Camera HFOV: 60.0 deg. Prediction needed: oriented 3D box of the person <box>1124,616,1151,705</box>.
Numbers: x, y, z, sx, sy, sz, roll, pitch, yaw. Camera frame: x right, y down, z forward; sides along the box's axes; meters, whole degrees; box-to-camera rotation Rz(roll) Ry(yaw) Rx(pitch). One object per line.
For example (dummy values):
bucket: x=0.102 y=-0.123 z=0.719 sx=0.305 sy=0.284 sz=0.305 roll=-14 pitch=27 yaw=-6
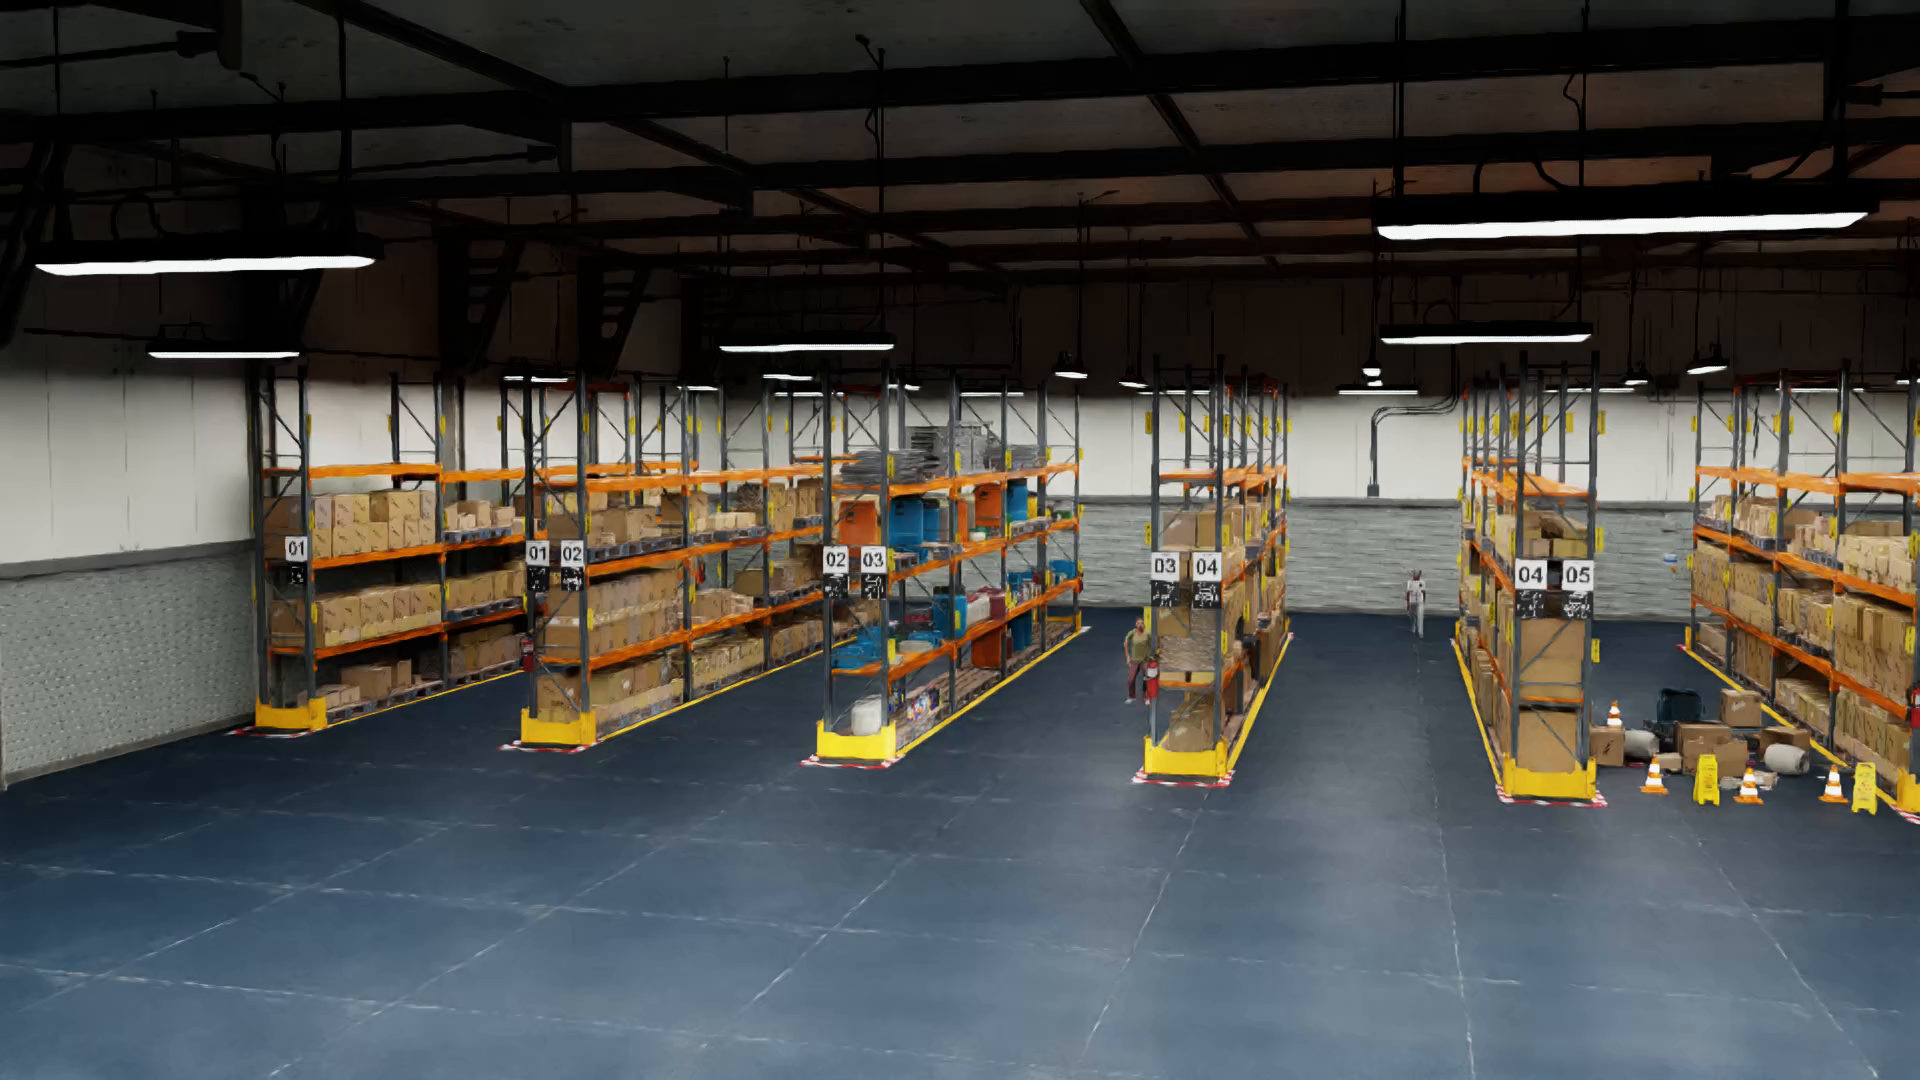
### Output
person: x=3.235 y=2.148 z=29.779 sx=0.598 sy=1.619 sz=0.507 roll=1 pitch=4 yaw=13

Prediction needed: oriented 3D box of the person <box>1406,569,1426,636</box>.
person: x=10.857 y=1.462 z=39.585 sx=0.456 sy=1.589 sz=1.088 roll=1 pitch=4 yaw=17
